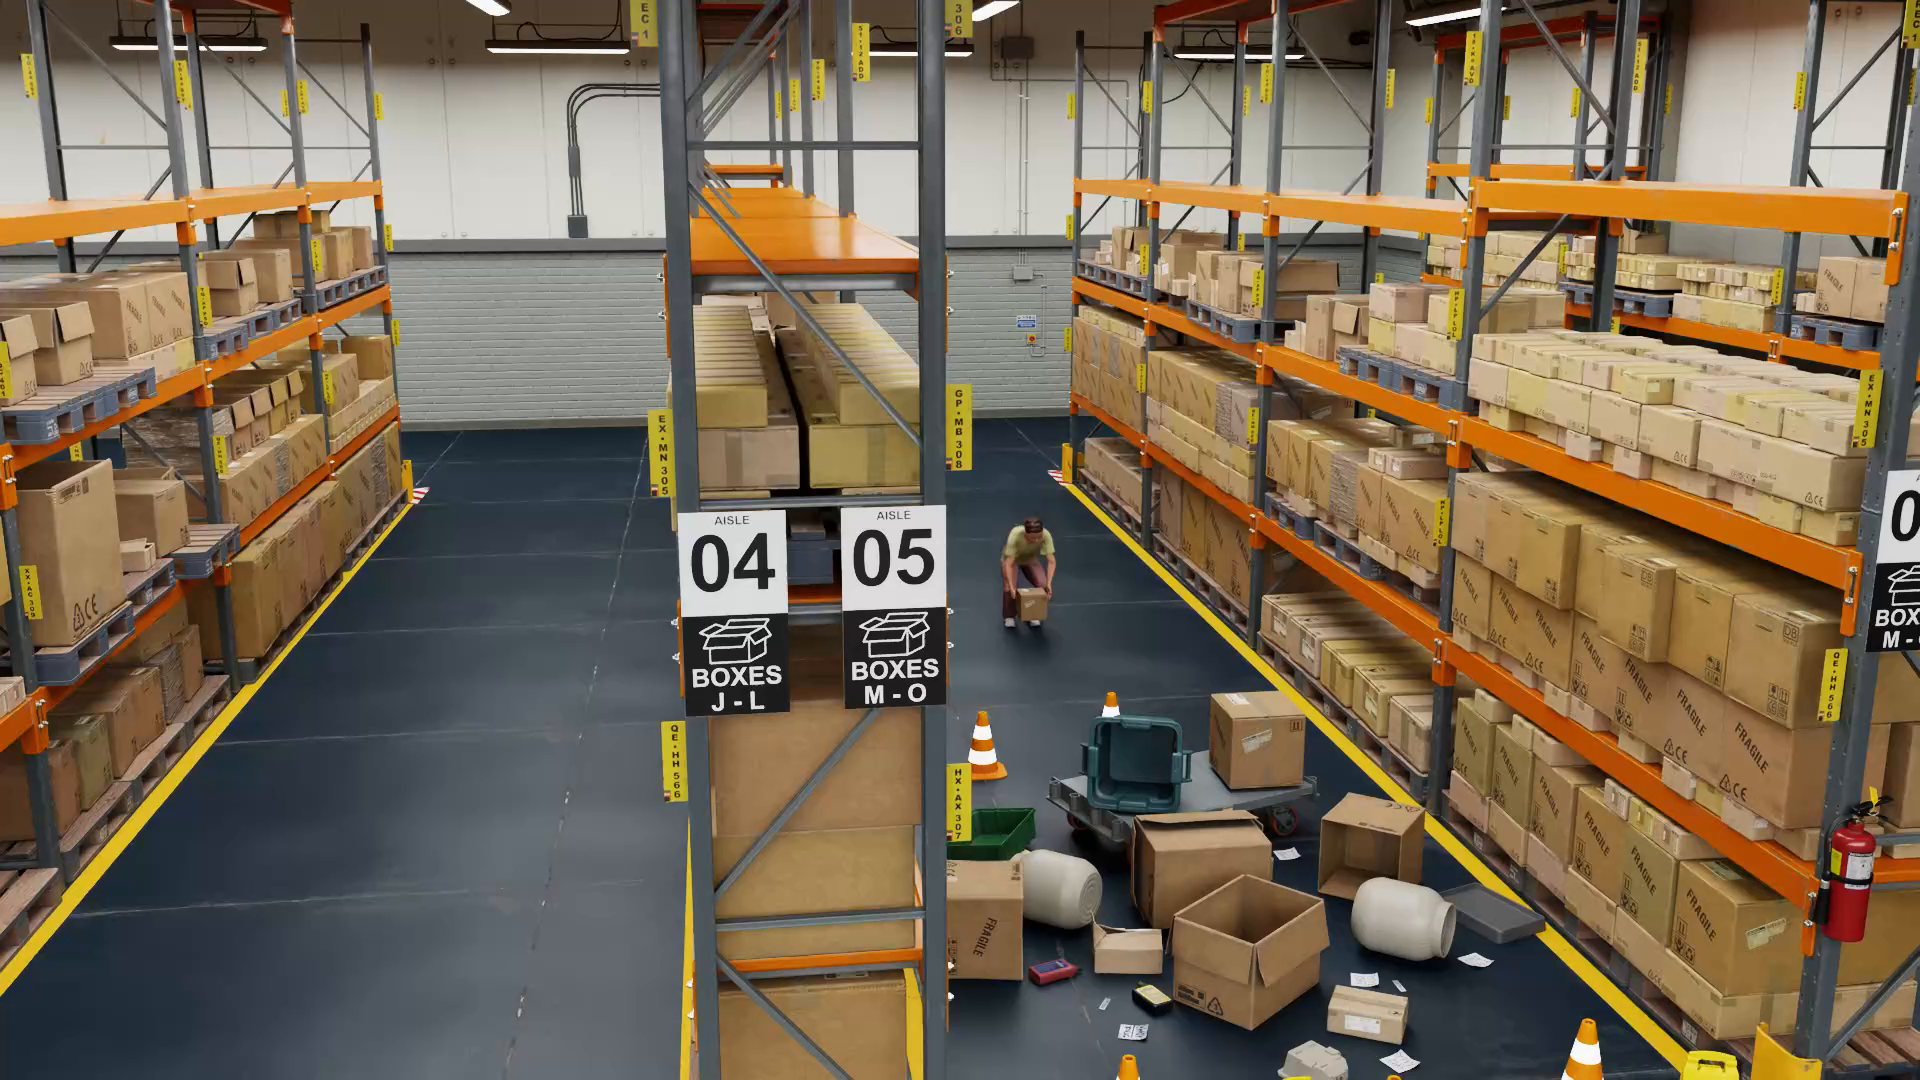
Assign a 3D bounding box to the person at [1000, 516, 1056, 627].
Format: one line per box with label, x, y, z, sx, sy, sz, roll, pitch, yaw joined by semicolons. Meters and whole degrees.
person;0.647;0.277;15.984;0.506;1.142;0.741;-2;13;-8
